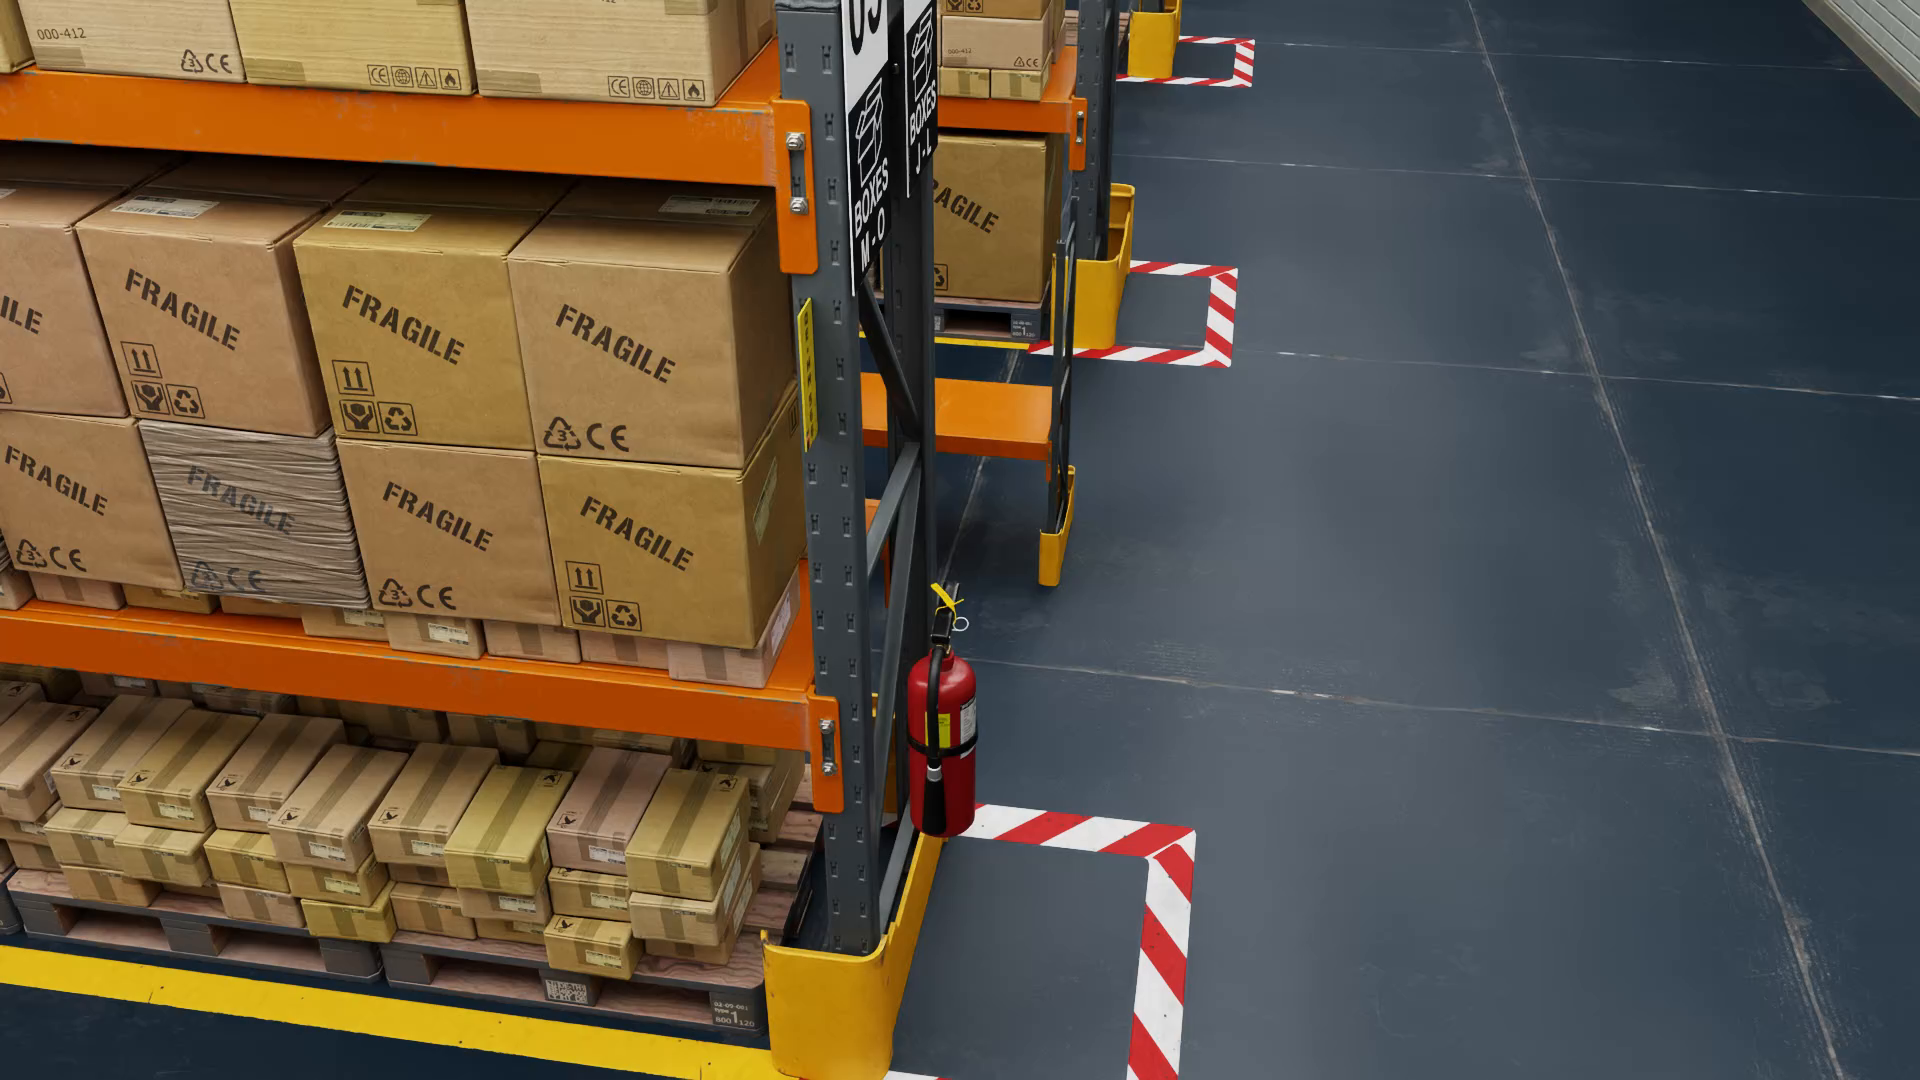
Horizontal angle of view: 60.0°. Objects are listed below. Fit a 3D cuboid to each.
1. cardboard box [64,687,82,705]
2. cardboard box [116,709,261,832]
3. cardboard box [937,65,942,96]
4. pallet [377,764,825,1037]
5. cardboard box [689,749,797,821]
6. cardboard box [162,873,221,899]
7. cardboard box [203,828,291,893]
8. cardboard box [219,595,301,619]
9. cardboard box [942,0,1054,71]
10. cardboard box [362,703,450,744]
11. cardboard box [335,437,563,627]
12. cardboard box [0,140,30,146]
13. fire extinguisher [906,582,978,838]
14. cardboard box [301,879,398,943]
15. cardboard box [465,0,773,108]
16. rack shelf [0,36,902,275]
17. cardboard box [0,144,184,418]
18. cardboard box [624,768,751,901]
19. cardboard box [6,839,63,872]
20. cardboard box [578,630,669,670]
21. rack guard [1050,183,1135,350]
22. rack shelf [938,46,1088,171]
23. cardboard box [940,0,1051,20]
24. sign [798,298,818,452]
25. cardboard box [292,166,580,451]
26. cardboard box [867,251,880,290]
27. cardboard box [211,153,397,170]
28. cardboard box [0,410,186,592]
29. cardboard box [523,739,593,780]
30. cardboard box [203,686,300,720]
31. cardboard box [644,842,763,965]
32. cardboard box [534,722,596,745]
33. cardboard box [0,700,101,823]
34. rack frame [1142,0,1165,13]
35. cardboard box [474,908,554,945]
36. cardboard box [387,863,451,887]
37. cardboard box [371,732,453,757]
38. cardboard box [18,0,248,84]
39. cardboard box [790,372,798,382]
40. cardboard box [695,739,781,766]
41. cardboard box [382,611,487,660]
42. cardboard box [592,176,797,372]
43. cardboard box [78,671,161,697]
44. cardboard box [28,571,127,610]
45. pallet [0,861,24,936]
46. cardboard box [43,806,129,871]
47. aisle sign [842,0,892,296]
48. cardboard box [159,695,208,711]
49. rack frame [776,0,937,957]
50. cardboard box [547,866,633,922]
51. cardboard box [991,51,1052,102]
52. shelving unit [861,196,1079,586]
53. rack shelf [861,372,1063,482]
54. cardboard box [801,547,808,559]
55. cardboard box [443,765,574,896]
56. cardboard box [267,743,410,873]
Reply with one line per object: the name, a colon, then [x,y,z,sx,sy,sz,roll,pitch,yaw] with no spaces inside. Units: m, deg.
cardboard box: [-3.028,0.497,5.640,0.250,0.149,0.380,5,32,9]
cardboard box: [-2.318,0.695,5.043,0.250,0.149,0.380,5,32,8]
cardboard box: [-0.193,-2.402,8.497,0.250,0.149,0.380,5,32,8]
pallet: [-1.085,1.066,5.348,1.213,0.211,1.003,5,32,8]
cardboard box: [-0.689,0.705,5.307,0.250,0.149,0.380,6,33,10]
cardboard box: [-2.296,0.934,5.222,0.250,0.149,0.380,6,33,10]
cardboard box: [-2.059,0.871,5.043,0.250,0.149,0.380,7,33,11]
cardboard box: [-1.839,0.046,4.586,0.250,0.149,0.380,4,32,6]
cardboard box: [0.196,-2.570,8.390,0.500,0.250,0.500,5,32,7]
cardboard box: [-1.724,0.476,5.393,0.250,0.149,0.380,6,33,10]
cardboard box: [-1.209,-0.141,4.273,0.500,0.500,0.500,5,32,7]
cardboard box: [-2.637,-0.971,4.657,0.500,0.500,0.500,6,33,9]
fire extinguisher: [-0.045,0.436,4.150,0.183,0.674,0.296,5,32,8]
cardboard box: [-1.794,1.030,5.068,0.250,0.149,0.380,4,32,6]
cardboard box: [-0.708,-1.128,3.540,0.500,0.250,0.500,5,32,7]
rack shelf: [-2.187,-1.163,4.132,4.000,0.370,1.077,5,32,8]
cardboard box: [-2.244,-0.654,4.150,0.500,0.500,0.500,4,32,7]
cardboard box: [-0.780,0.845,4.803,0.250,0.149,0.380,6,32,9]
cardboard box: [-2.808,0.877,5.314,0.250,0.149,0.380,4,32,6]
cardboard box: [-0.823,0.165,4.396,0.250,0.149,0.380,5,32,8]
rack guard: [0.742,-1.542,9.242,0.348,0.500,1.175,5,32,8]
rack shelf: [-1.253,-2.477,9.058,4.000,0.370,1.077,5,32,8]
cardboard box: [0.194,-2.890,8.194,0.500,0.500,0.500,6,32,9]
sign: [-0.329,-0.355,3.600,0.005,0.325,0.100,5,32,8]
cardboard box: [-1.208,-0.567,4.011,0.500,0.500,0.500,4,32,7]
cardboard box: [-0.823,-1.977,9.189,0.875,0.875,0.875,5,32,8]
cardboard box: [-1.621,-0.889,4.527,0.500,0.500,0.500,4,32,7]
cardboard box: [-2.200,-0.231,4.417,0.500,0.500,0.500,7,33,11]
cardboard box: [-1.205,0.675,5.355,0.250,0.149,0.380,6,32,9]
cardboard box: [-2.239,0.456,5.425,0.250,0.149,0.380,5,32,8]
cardboard box: [-0.770,1.074,4.998,0.250,0.149,0.380,6,32,9]
cardboard box: [-1.194,0.484,5.380,0.250,0.149,0.380,5,32,8]
cardboard box: [-2.837,0.671,5.081,0.250,0.149,0.380,6,33,9]
rack frame: [1.552,-5.194,12.721,0.127,3.000,1.000,5,32,8]
cardboard box: [-1.286,1.036,5.060,0.250,0.149,0.380,5,32,8]
cardboard box: [-1.544,0.865,5.052,0.250,0.149,0.380,5,32,8]
cardboard box: [-1.718,0.622,5.440,0.250,0.149,0.380,4,32,6]
cardboard box: [-1.699,-1.221,3.688,0.500,0.250,0.500,7,33,10]
cardboard box: [-0.612,-0.371,4.642,0.500,0.500,0.500,7,33,11]
cardboard box: [-0.675,0.535,5.298,0.250,0.149,0.380,4,32,6]
cardboard box: [-1.328,0.140,4.436,0.250,0.149,0.380,6,33,10]
cardboard box: [-0.613,-0.790,4.367,0.500,0.500,0.500,5,32,8]
cardboard box: [-2.734,0.359,5.580,0.250,0.149,0.380,4,32,6]
cardboard box: [-2.356,0.019,4.629,0.250,0.149,0.380,6,33,10]
pallet: [-3.491,0.848,5.696,1.213,0.211,1.003,5,32,8]
cardboard box: [-2.573,0.825,5.115,0.250,0.149,0.380,5,32,8]
aisle sign: [-0.194,-0.957,3.501,0.004,0.787,0.394,5,32,8]
cardboard box: [-2.513,0.544,5.565,0.250,0.149,0.380,4,32,6]
rack frame: [-0.216,-0.018,4.452,0.127,3.000,1.000,5,32,8]
cardboard box: [-1.032,0.937,4.937,0.250,0.149,0.380,4,32,7]
cardboard box: [0.312,-2.356,8.424,0.250,0.149,0.380,6,33,9]
shelving unit: [-0.075,-0.643,6.863,1.083,1.500,0.587,5,32,8]
rack shelf: [-0.084,-0.491,6.960,1.000,0.185,0.538,5,32,8]
cardboard box: [-0.480,-0.112,4.839,0.250,0.149,0.380,5,32,8]
cardboard box: [-1.295,0.836,4.818,0.250,0.149,0.380,4,32,7]
cardboard box: [-1.813,0.785,4.899,0.250,0.149,0.380,6,33,10]
